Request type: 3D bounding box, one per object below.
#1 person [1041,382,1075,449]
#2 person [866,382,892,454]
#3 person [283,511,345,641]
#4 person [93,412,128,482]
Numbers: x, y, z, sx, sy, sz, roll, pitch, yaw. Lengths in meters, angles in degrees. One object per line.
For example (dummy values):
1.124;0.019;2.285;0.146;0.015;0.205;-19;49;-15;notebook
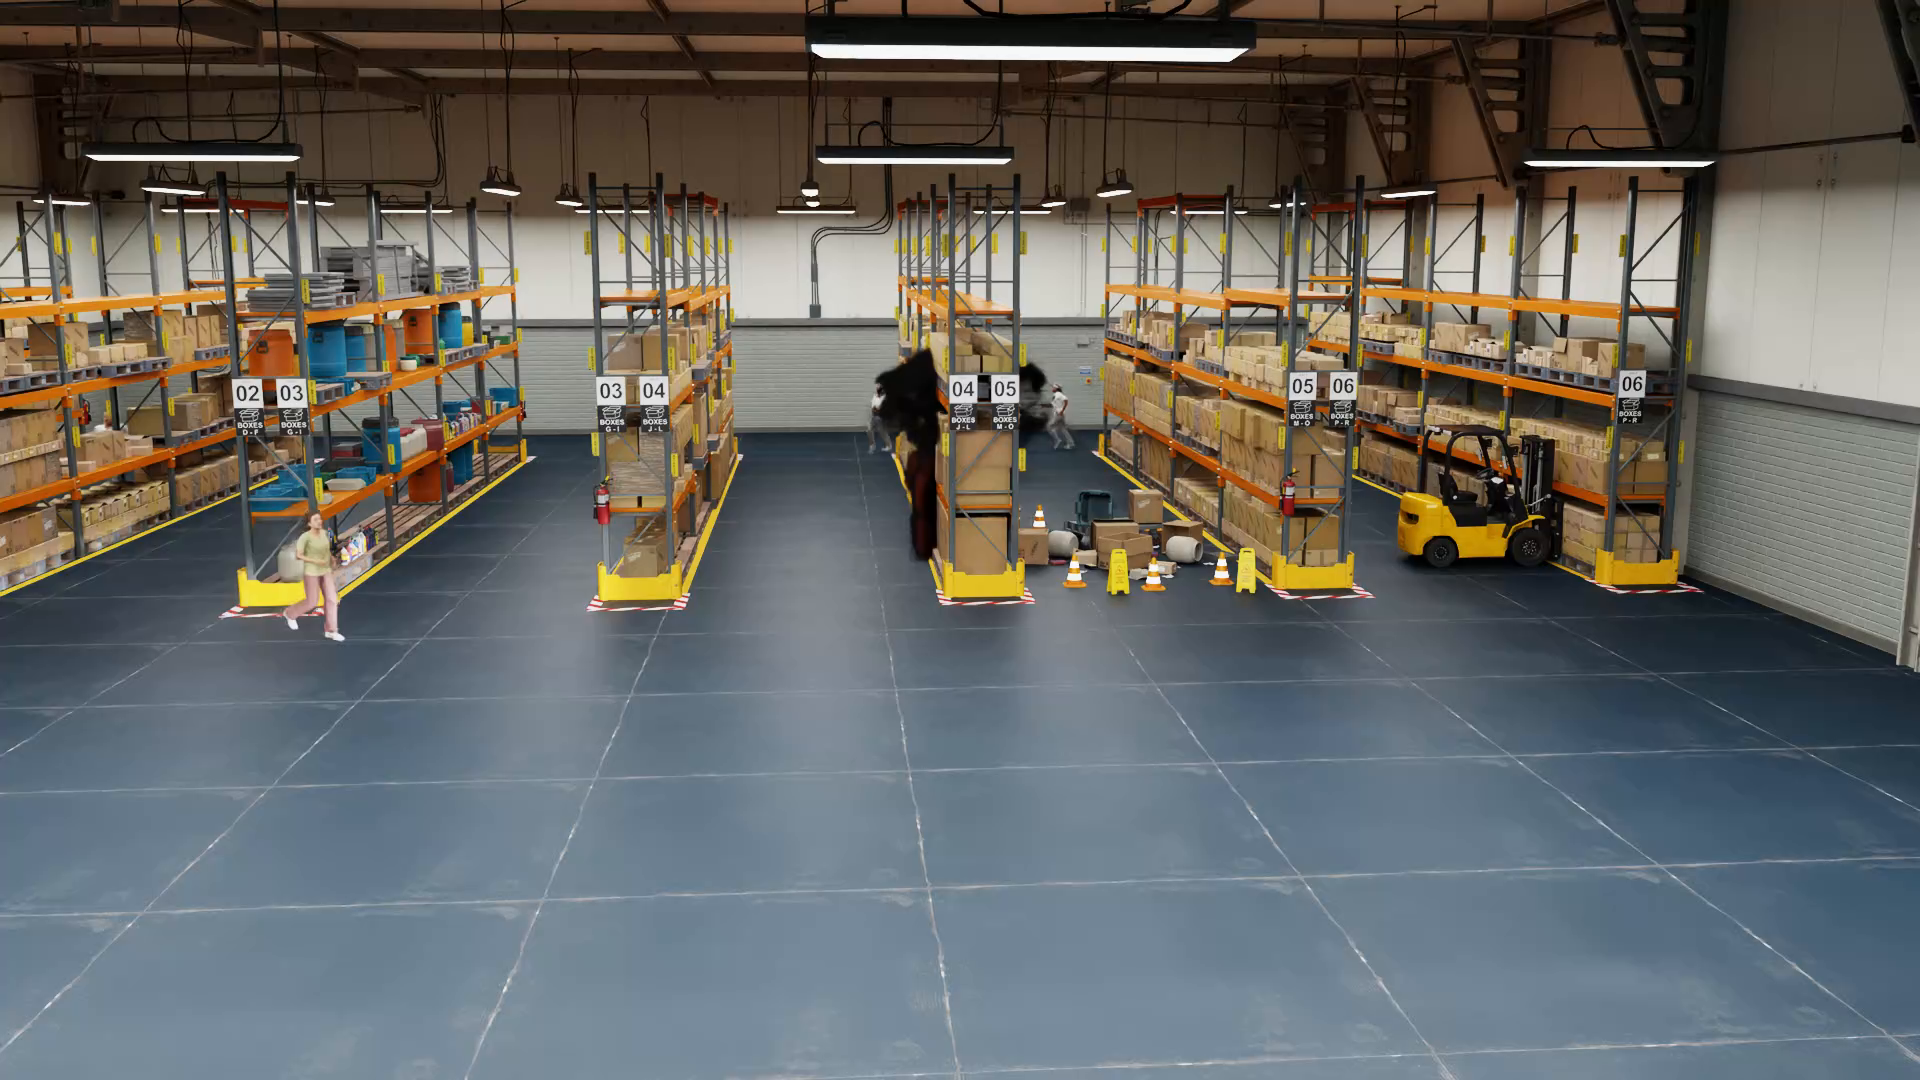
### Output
2.437;-3.077;41.240;0.841;1.674;0.587;1;10;4;person
-1.926;-2.949;40.494;0.739;1.813;0.689;-9;13;-40;person
-8.320;0.448;21.434;0.911;1.669;0.587;5;11;27;person
-16.646;-1.608;32.602;0.687;1.828;0.917;-2;10;-11;person
